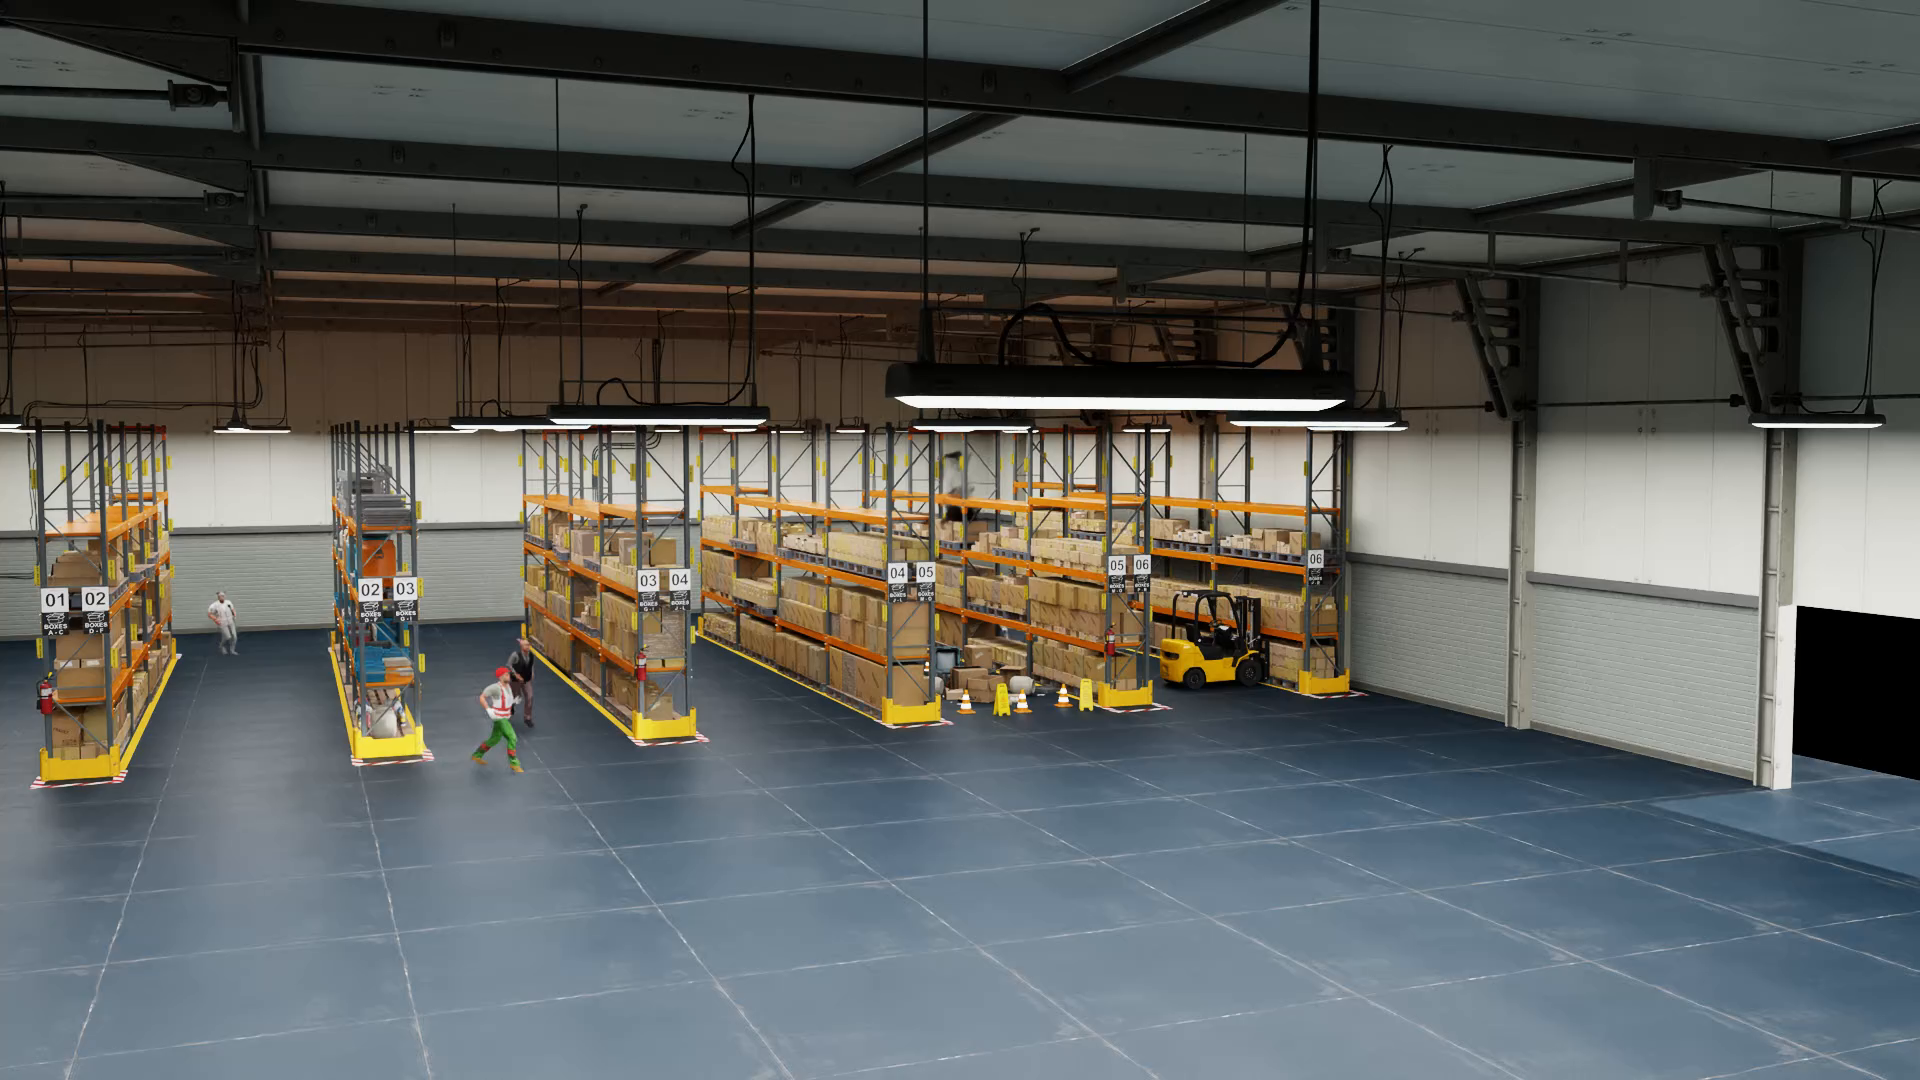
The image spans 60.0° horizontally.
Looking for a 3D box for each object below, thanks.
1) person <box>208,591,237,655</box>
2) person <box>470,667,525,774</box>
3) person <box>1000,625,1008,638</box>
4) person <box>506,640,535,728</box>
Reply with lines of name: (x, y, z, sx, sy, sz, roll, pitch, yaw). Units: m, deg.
person: (-19.120, 2.166, 43.261, 0.569, 1.709, 0.664, 3, 5, 38)
person: (-7.870, 3.078, 28.336, 0.981, 1.850, 0.624, 0, 4, 3)
person: (1.019, 1.946, 46.106, 0.671, 1.783, 0.884, -1, 4, -22)
person: (-8.748, 2.825, 33.046, 0.631, 1.713, 1.062, -3, 5, -39)
